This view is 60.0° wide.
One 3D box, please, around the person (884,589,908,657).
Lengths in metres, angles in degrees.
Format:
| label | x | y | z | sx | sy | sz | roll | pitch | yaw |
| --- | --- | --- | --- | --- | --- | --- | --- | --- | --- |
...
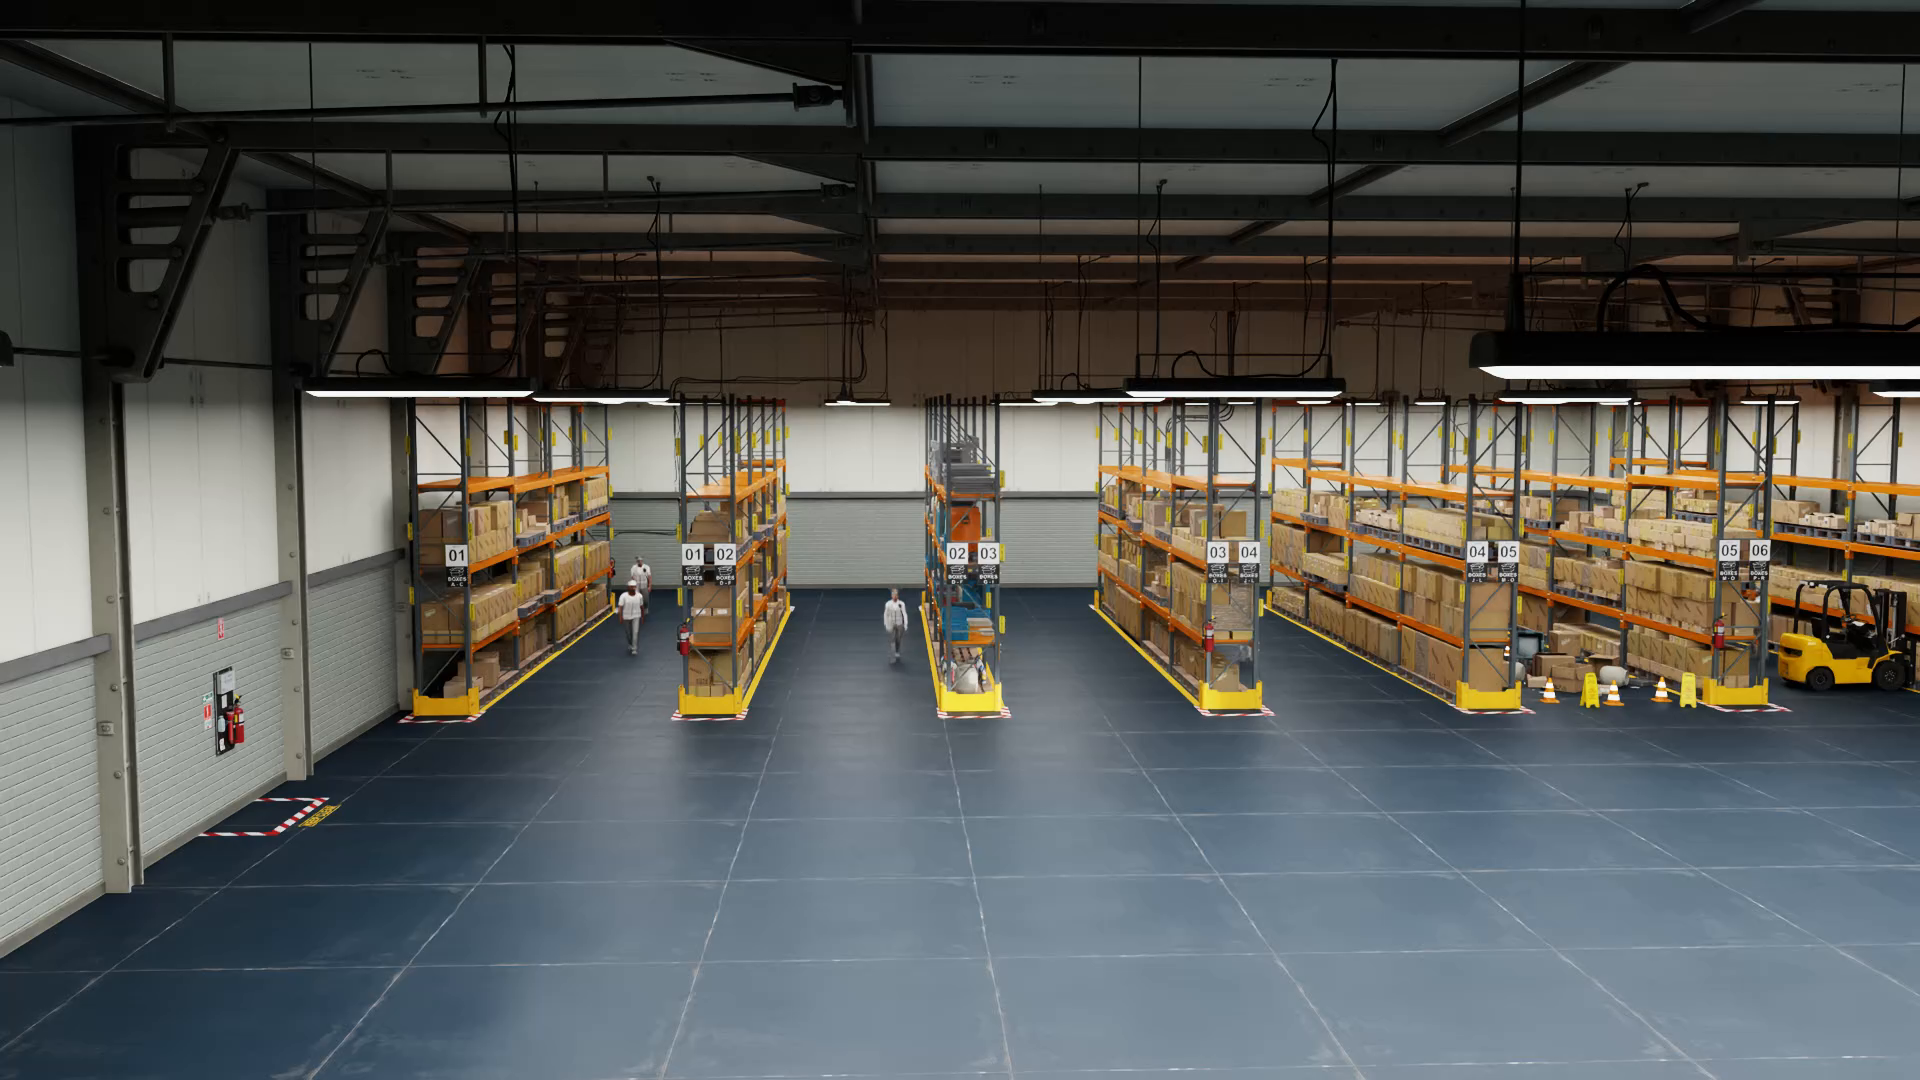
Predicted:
| label | x | y | z | sx | sy | sz | roll | pitch | yaw |
| --- | --- | --- | --- | --- | --- | --- | --- | --- | --- |
| person | -1.458 | 1.904 | 37.666 | 0.536 | 1.601 | 1.036 | 0 | 5 | -5 |

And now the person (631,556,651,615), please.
| label | x | y | z | sx | sy | sz | roll | pitch | yaw |
| --- | --- | --- | --- | --- | --- | --- | --- | --- | --- |
| person | -8.720 | 1.261 | 45.502 | 0.547 | 1.709 | 0.971 | 0 | 5 | -6 |

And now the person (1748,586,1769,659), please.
| label | x | y | z | sx | sy | sz | roll | pitch | yaw |
| --- | --- | --- | --- | --- | --- | --- | --- | --- | --- |
| person | 18.247 | 1.896 | 37.898 | 0.459 | 1.700 | 0.497 | -2 | 5 | -25 |

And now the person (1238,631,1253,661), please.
| label | x | y | z | sx | sy | sz | roll | pitch | yaw |
| --- | --- | --- | --- | --- | --- | --- | --- | --- | --- |
| person | 6.426 | 1.925 | 37.589 | 0.512 | 1.674 | 0.516 | 0 | 5 | -1 |

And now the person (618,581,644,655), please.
| label | x | y | z | sx | sy | sz | roll | pitch | yaw |
| --- | --- | --- | --- | --- | --- | --- | --- | --- | --- |
| person | -7.669 | 1.801 | 38.745 | 0.567 | 1.714 | 1.093 | -1 | 5 | -6 |
